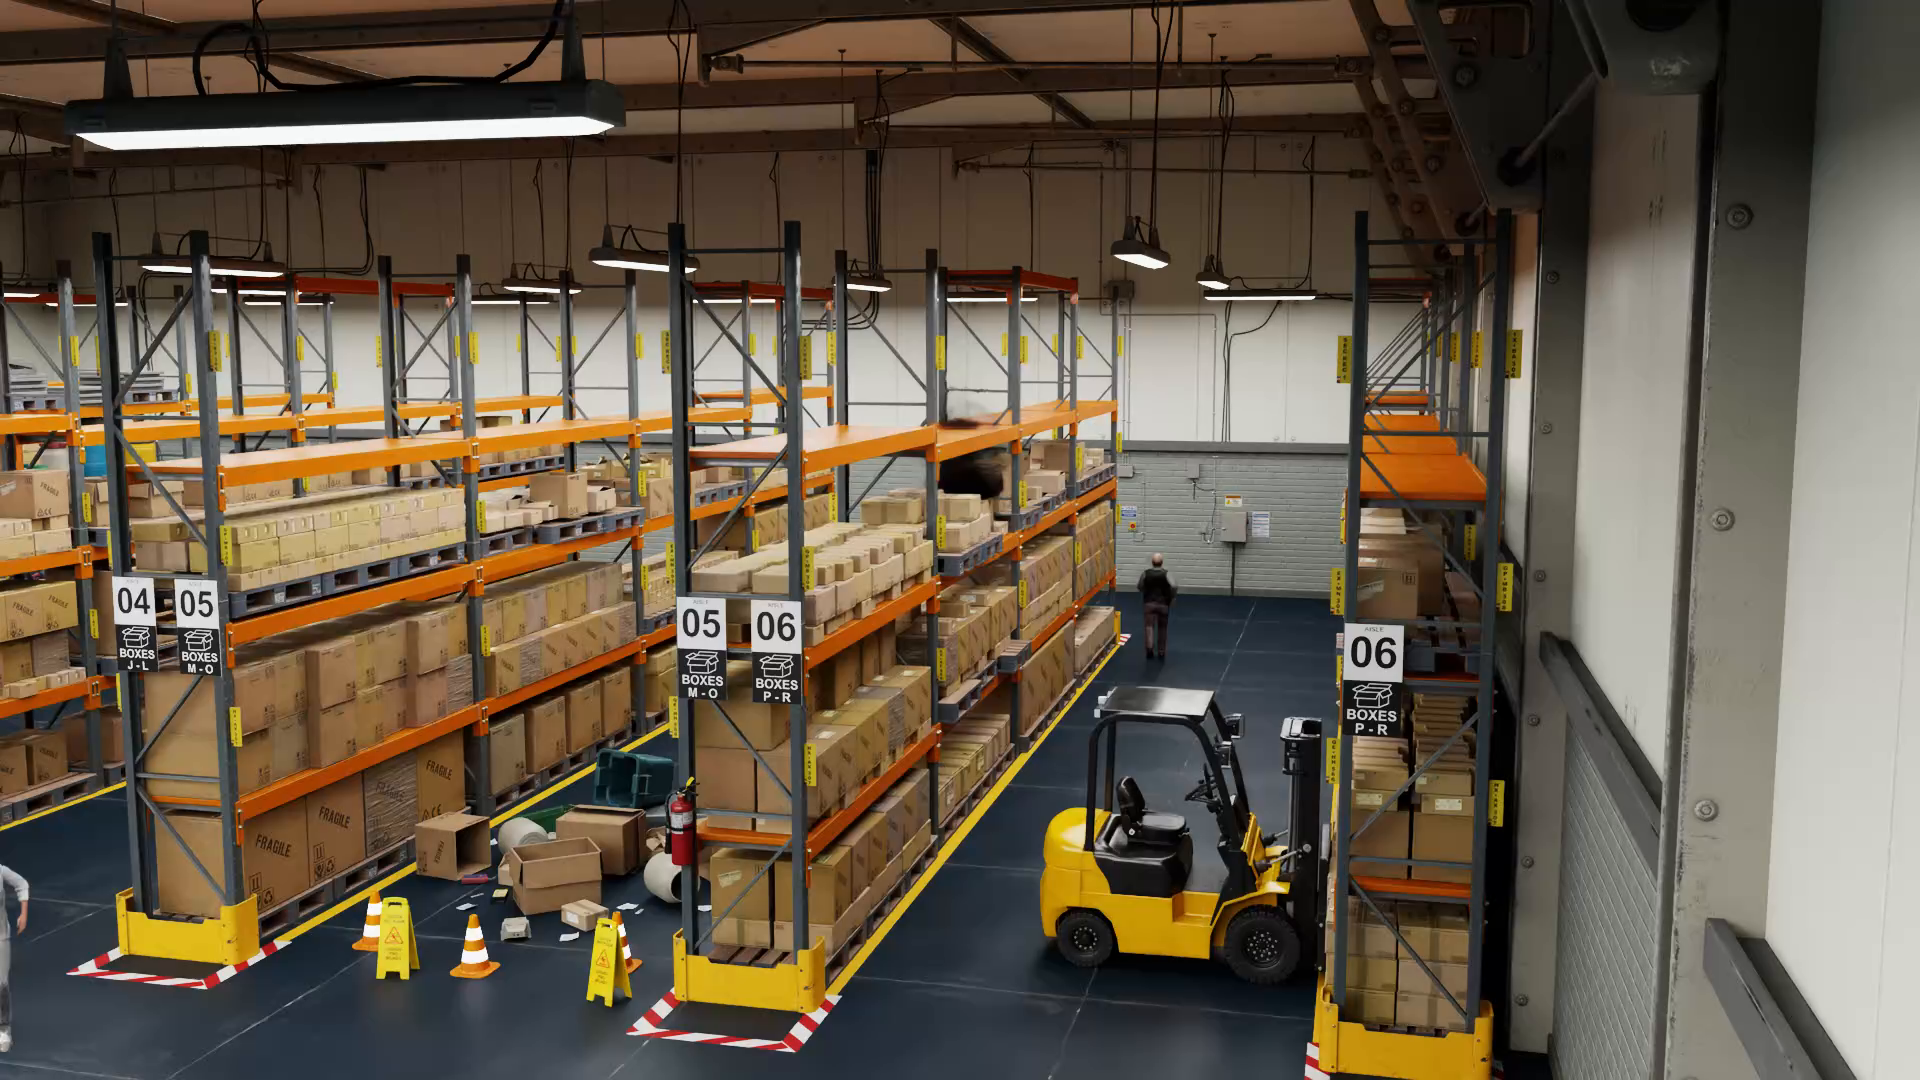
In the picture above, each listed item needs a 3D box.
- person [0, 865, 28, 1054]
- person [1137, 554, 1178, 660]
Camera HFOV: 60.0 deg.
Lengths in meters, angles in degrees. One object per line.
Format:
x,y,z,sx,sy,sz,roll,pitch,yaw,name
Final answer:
-7.019,2.933,11.995,0.560,1.626,0.669,-4,8,-28,person
3.144,1.060,26.511,0.656,1.707,0.969,1,7,9,person
